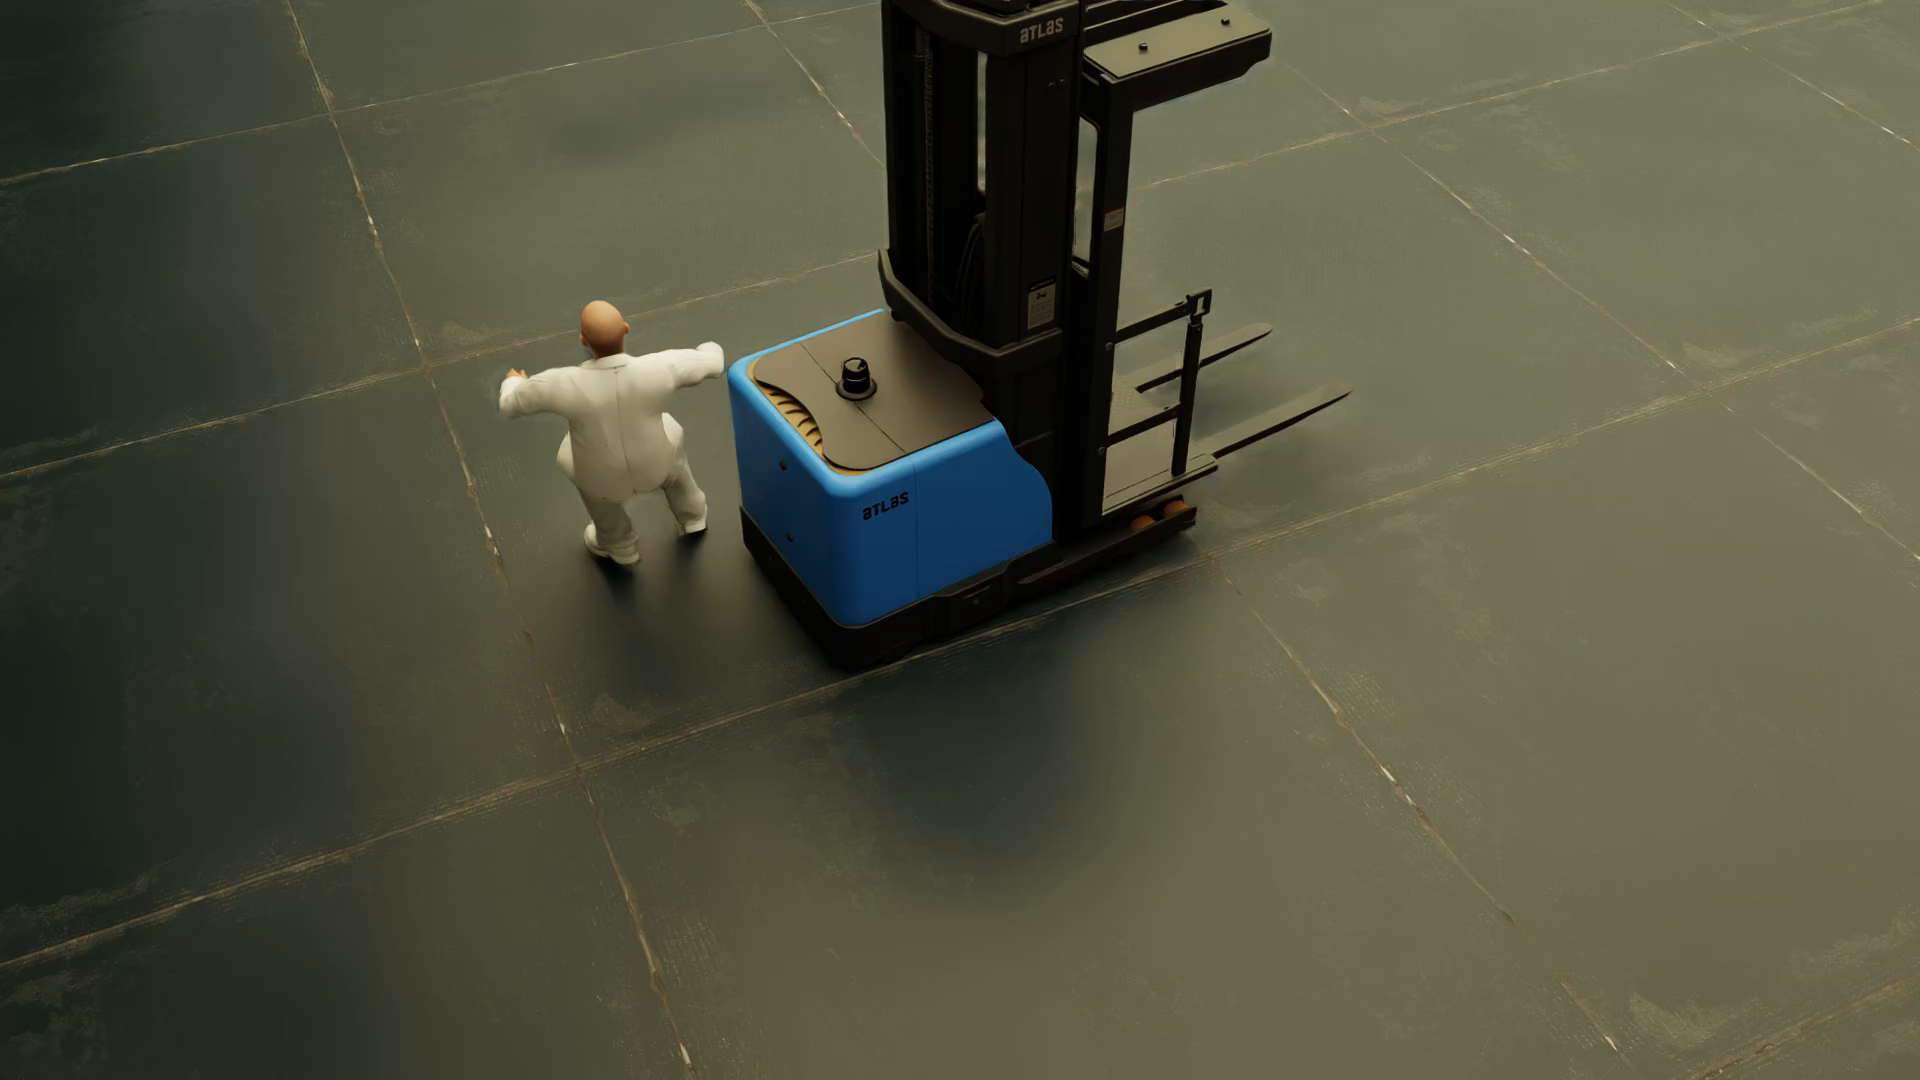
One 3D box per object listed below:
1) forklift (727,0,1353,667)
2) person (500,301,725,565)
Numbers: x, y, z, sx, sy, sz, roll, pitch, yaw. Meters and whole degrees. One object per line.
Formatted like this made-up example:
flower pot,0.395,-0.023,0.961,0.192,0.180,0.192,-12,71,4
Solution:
forklift,0.511,-1.303,7.076,3.031,2.935,1.130,-24,48,-23
person,-1.458,-0.464,7.231,0.990,1.633,0.730,-17,46,-17
